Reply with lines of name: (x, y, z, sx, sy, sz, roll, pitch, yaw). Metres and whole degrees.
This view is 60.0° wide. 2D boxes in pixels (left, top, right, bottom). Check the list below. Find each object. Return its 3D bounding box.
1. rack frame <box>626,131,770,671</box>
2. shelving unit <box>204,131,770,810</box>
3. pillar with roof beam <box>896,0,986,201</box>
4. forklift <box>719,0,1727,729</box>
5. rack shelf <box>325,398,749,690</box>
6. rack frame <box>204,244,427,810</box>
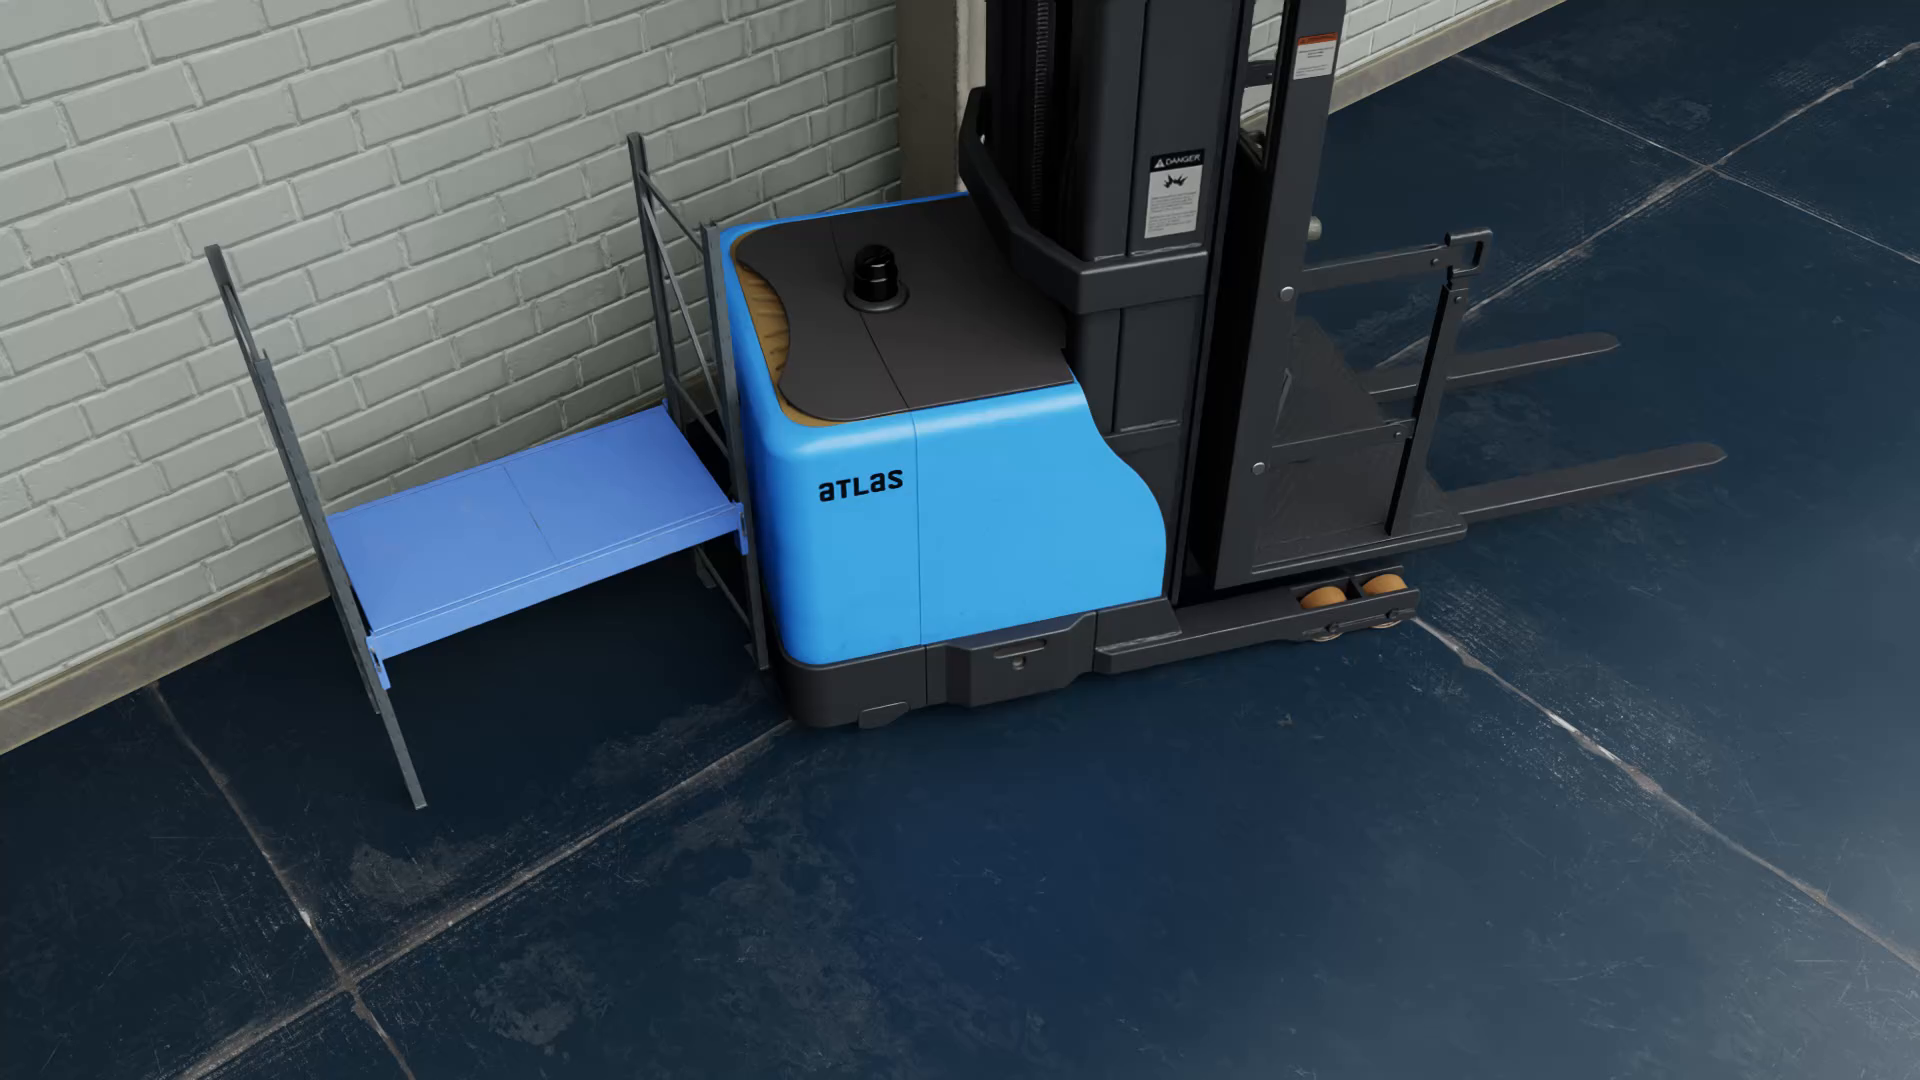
rack frame: (-0.693, -0.318, 4.494, 0.032, 1.500, 0.500, -21, 47, -21)
shelving unit: (-1.134, -0.146, 4.309, 1.048, 1.500, 0.538, -21, 47, -21)
pillar with roof beam: (2.803, -1.867, 0.664, 0.400, 9.000, 9.100, -30, 51, -28)
forklift: (0.857, -1.106, 4.287, 3.031, 2.935, 1.130, -11, 44, -11)
rack shelf: (-1.134, -0.014, 4.432, 1.000, 0.185, 0.538, -21, 47, -21)
rack frame: (-1.575, 0.027, 4.125, 0.032, 1.500, 0.500, -21, 47, -21)
